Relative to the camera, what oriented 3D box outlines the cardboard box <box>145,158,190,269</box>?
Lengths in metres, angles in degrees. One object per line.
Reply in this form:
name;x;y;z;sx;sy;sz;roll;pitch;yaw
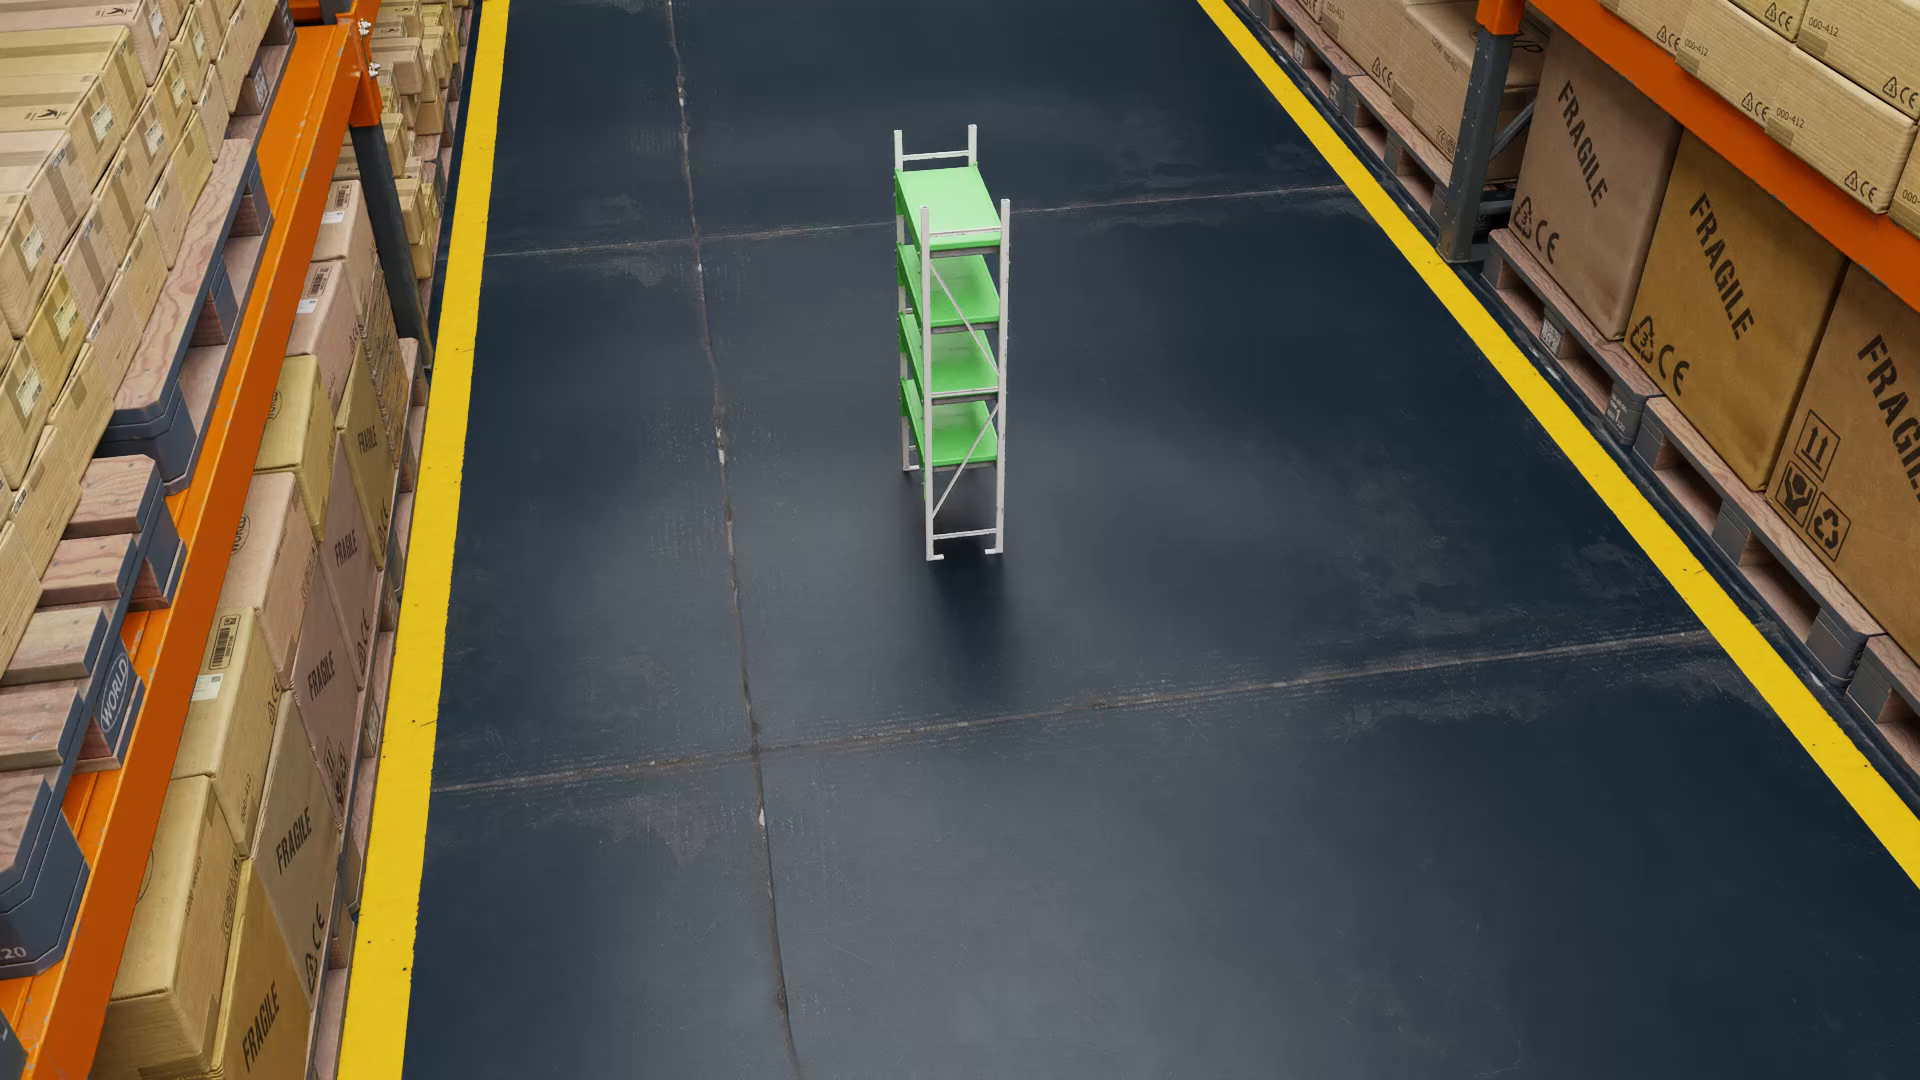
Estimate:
cardboard box;-1.878;-0.681;3.544;0.380;0.149;0.250;-7;38;-9

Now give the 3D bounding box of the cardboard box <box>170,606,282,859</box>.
cardboard box;-1.691;0.412;3.359;0.500;0.250;0.500;-7;38;-9

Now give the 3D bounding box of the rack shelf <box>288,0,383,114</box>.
rack shelf;-2.772;-2.705;6.873;1.077;0.370;4.000;-6;38;-8

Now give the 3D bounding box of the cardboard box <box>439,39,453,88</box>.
cardboard box;-2.528;-2.166;7.574;0.380;0.149;0.250;-6;38;-7

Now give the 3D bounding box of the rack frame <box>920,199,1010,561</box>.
rack frame;0.014;-0.426;4.821;0.240;1.200;0.015;-6;38;-8

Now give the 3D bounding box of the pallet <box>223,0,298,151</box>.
pallet;-2.430;-1.228;4.542;1.003;0.211;1.213;-6;38;-8

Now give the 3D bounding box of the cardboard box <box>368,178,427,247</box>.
cardboard box;-2.170;-1.192;6.078;0.380;0.149;0.250;-5;38;-6

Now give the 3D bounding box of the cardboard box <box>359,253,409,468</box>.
cardboard box;-2.043;-0.540;5.195;0.500;0.500;0.500;-7;38;-9

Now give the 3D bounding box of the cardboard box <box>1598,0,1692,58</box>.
cardboard box;2.344;-1.708;5.126;0.500;0.250;0.500;-7;38;-9

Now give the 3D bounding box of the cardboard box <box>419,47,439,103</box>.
cardboard box;-2.432;-1.969;7.079;0.380;0.149;0.250;-7;38;-8

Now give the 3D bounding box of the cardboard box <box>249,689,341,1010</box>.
cardboard box;-1.684;0.699;3.601;0.500;0.500;0.500;-6;38;-7

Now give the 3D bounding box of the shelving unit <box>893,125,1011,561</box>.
shelving unit;-0.029;-0.574;5.011;0.258;1.200;0.503;-6;38;-8

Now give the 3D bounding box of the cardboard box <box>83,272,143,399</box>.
cardboard box;-1.792;-0.372;3.146;0.380;0.149;0.250;-5;38;-6

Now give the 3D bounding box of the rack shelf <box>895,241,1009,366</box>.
rack shelf;-0.029;-0.713;4.903;0.258;0.148;0.480;-6;38;-8

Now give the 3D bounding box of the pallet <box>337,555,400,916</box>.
pallet;-2.066;0.529;4.397;1.003;0.211;1.213;-6;38;-8

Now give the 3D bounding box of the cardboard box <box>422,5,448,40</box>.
cardboard box;-2.526;-2.284;7.484;0.380;0.149;0.250;-4;38;-6

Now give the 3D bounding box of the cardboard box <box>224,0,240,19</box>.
cardboard box;-2.069;-1.437;4.274;0.380;0.149;0.250;-5;38;-6

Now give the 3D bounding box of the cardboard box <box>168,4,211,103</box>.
cardboard box;-1.972;-1.115;3.860;0.380;0.149;0.250;-8;39;-10

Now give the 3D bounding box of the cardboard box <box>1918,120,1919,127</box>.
cardboard box;2.597;-0.978;3.779;0.500;0.250;0.500;-7;38;-9

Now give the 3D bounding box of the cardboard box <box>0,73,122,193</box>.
cardboard box;-1.842;-0.760;3.161;0.380;0.149;0.250;-5;38;-7

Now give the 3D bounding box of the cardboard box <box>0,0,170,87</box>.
cardboard box;-1.931;-1.074;3.564;0.380;0.149;0.250;-8;39;-10

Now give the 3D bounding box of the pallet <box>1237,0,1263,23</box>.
pallet;1.950;-3.214;9.216;1.003;0.211;1.213;-6;38;-8

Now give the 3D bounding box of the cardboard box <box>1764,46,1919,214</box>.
cardboard box;2.497;-1.094;4.336;0.500;0.250;0.500;-7;38;-9

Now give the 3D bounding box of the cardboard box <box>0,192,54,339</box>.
cardboard box;-1.744;-0.437;2.745;0.380;0.149;0.250;-8;39;-10

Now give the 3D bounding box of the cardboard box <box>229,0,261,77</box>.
cardboard box;-2.069;-1.321;4.368;0.380;0.149;0.250;-6;38;-8

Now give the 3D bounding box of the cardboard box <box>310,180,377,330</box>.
cardboard box;-2.042;-0.833;4.961;0.500;0.250;0.500;-7;38;-9

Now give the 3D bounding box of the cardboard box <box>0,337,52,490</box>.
cardboard box;-1.707;-0.187;2.666;0.380;0.149;0.250;-7;38;-9

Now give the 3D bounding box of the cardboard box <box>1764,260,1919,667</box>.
cardboard box;2.944;-0.250;4.517;0.875;0.875;0.875;-6;38;-7

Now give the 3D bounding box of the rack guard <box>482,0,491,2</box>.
rack guard;-3.109;-3.164;8.915;1.175;0.500;0.348;-6;38;-8

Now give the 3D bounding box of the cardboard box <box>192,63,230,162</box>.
cardboard box;-1.971;-1.002;3.958;0.380;0.149;0.250;-8;39;-10

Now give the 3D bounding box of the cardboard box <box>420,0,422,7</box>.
cardboard box;-2.600;-2.388;7.375;0.380;0.149;0.250;-7;38;-9

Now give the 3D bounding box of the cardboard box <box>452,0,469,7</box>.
cardboard box;-2.680;-2.797;8.387;0.380;0.149;0.250;-5;38;-7

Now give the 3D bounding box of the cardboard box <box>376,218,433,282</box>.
cardboard box;-2.169;-1.075;6.171;0.380;0.149;0.250;-8;39;-10

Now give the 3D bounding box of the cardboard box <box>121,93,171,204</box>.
cardboard box;-1.885;-0.803;3.458;0.380;0.149;0.250;-5;38;-6

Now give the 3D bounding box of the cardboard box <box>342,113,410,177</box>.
cardboard box;-2.268;-1.459;6.179;0.380;0.149;0.250;-4;38;-6

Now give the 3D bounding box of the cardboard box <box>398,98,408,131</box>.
cardboard box;-2.425;-1.642;6.657;0.380;0.149;0.250;-8;39;-10

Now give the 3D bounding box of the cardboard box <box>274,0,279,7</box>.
cardboard box;-2.157;-1.629;4.764;0.380;0.149;0.250;-7;38;-9

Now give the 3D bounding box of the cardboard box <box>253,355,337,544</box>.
cardboard box;-1.858;-0.203;4.151;0.500;0.250;0.500;-8;39;-10

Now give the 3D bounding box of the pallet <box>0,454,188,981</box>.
pallet;-1.950;0.292;2.586;1.213;0.211;1.003;-6;38;-8

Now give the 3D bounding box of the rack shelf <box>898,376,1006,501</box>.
rack shelf;-0.029;-0.334;5.197;0.258;0.148;0.480;-6;38;-8

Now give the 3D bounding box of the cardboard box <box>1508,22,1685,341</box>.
cardboard box;2.622;-1.335;5.913;0.875;0.875;0.875;-5;38;-7

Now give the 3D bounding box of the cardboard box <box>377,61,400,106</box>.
cardboard box;-2.429;-1.761;6.569;0.380;0.149;0.250;-7;38;-9

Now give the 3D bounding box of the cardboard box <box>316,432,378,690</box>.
cardboard box;-1.868;0.081;4.396;0.500;0.500;0.500;-7;38;-9

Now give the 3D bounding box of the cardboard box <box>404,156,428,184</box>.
cardboard box;-2.310;-1.381;6.564;0.380;0.149;0.250;-6;38;-8

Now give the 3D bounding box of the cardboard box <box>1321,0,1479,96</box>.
cardboard box;2.273;-2.460;7.717;0.875;0.438;0.875;-7;38;-9

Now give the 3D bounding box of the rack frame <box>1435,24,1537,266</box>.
rack frame;2.434;-2.374;5.861;1.000;3.000;0.127;-6;38;-8

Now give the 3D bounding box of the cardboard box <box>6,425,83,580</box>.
cardboard box;-1.694;-0.048;2.730;0.380;0.149;0.250;-4;38;-6

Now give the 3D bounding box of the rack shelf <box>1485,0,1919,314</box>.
rack shelf;2.785;-0.882;4.527;1.077;0.370;4.000;-6;38;-8

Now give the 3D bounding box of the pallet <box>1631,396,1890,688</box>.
pallet;2.861;-0.077;5.177;1.003;0.211;1.213;-6;38;-8

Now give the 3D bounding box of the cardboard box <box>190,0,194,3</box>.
cardboard box;-2.021;-1.384;3.964;0.380;0.149;0.250;-6;38;-8

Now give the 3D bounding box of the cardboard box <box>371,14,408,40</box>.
cardboard box;-2.522;-2.080;6.978;0.380;0.149;0.250;-8;39;-10

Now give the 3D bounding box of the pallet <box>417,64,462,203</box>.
pallet;-2.791;-1.820;7.420;1.003;0.211;1.213;-6;38;-8

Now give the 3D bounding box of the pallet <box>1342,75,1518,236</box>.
pallet;2.378;-1.741;7.319;1.003;0.211;1.213;-6;38;-8

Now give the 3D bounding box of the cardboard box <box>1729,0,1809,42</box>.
cardboard box;2.415;-1.597;4.575;0.500;0.250;0.500;-6;38;-7

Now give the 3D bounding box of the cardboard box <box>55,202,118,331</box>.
cardboard box;-1.794;-0.490;3.055;0.380;0.149;0.250;-6;38;-8

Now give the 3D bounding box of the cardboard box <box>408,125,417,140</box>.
cardboard box;-2.485;-1.687;6.958;0.380;0.149;0.250;-8;39;-10
